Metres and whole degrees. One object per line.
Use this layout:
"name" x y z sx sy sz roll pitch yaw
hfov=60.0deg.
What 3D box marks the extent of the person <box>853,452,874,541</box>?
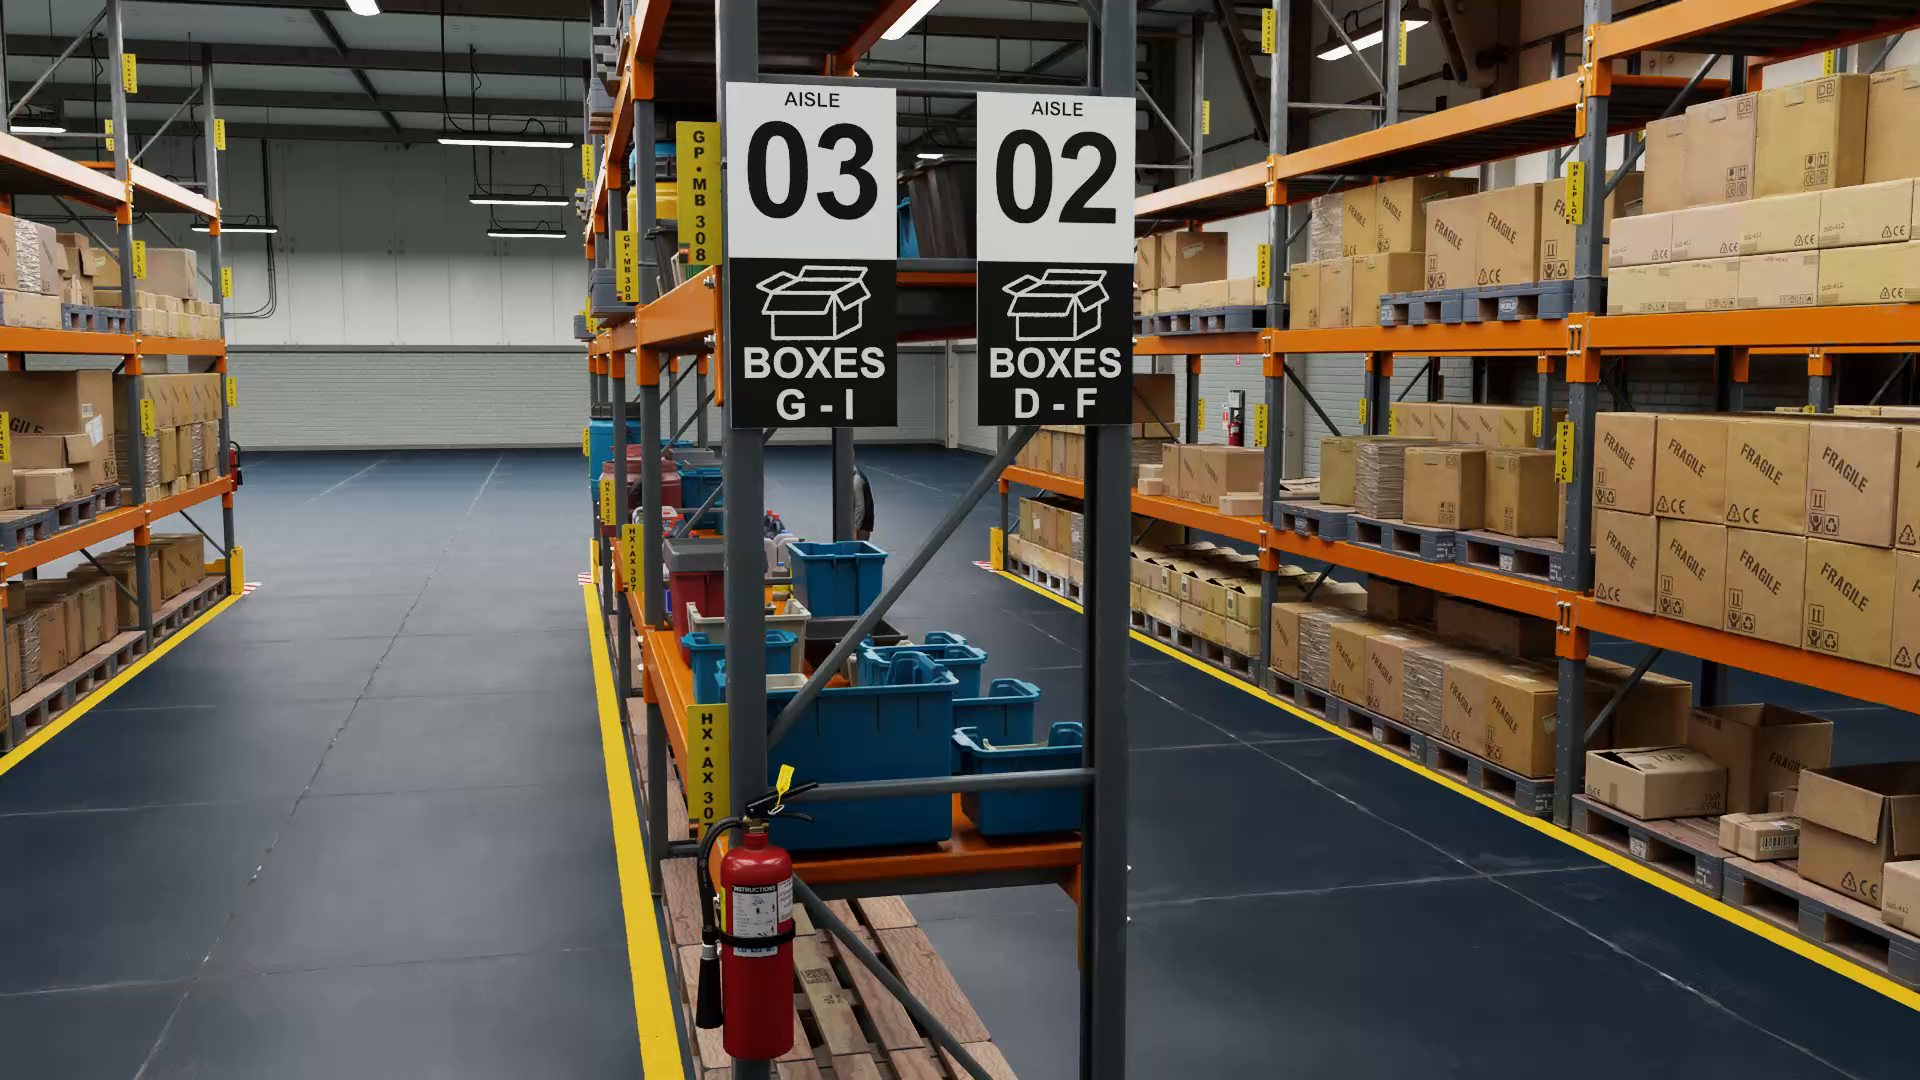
"person" -1.081 -0.085 16.855 0.413 1.721 0.581 -2 6 -14
